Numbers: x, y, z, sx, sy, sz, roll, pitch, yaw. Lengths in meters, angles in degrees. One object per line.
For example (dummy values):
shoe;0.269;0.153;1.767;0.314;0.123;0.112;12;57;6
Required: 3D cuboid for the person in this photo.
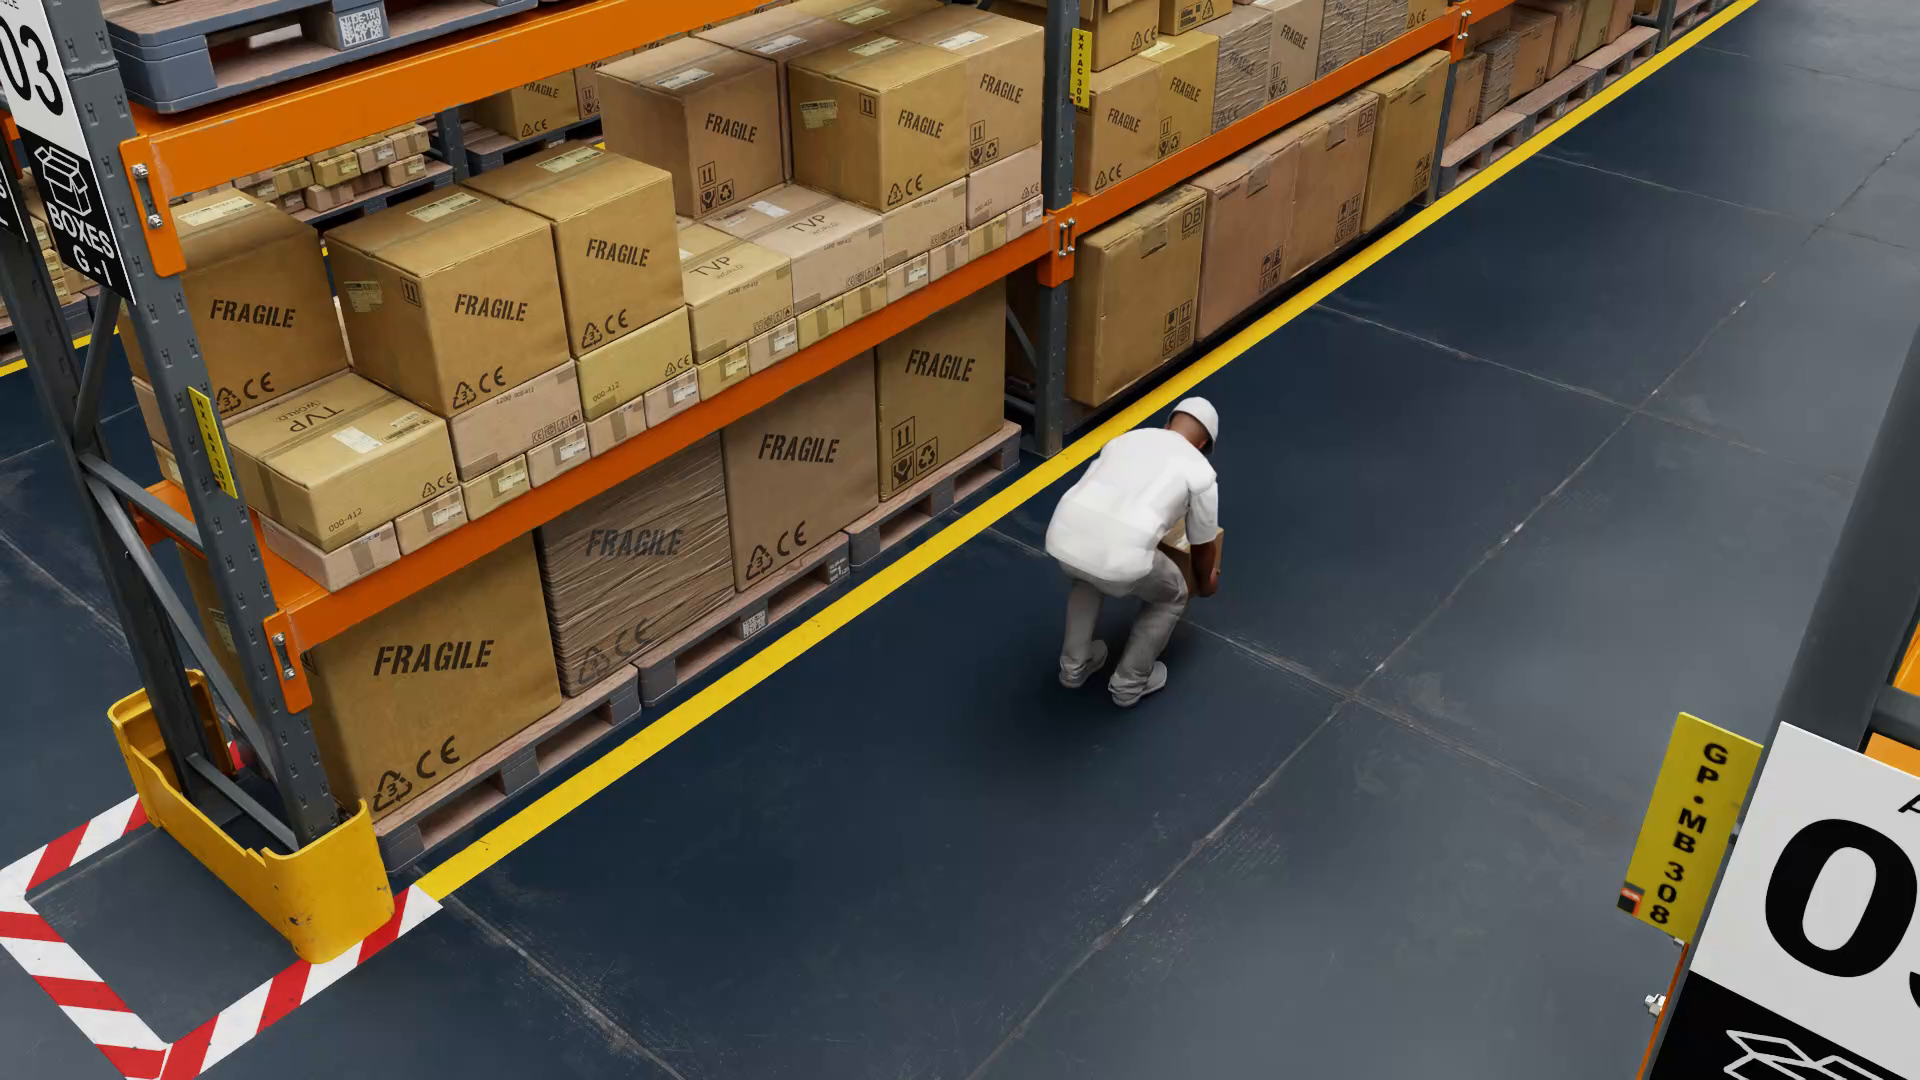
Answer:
person;0.712;0.060;6.633;0.508;1.085;0.966;23;41;30
